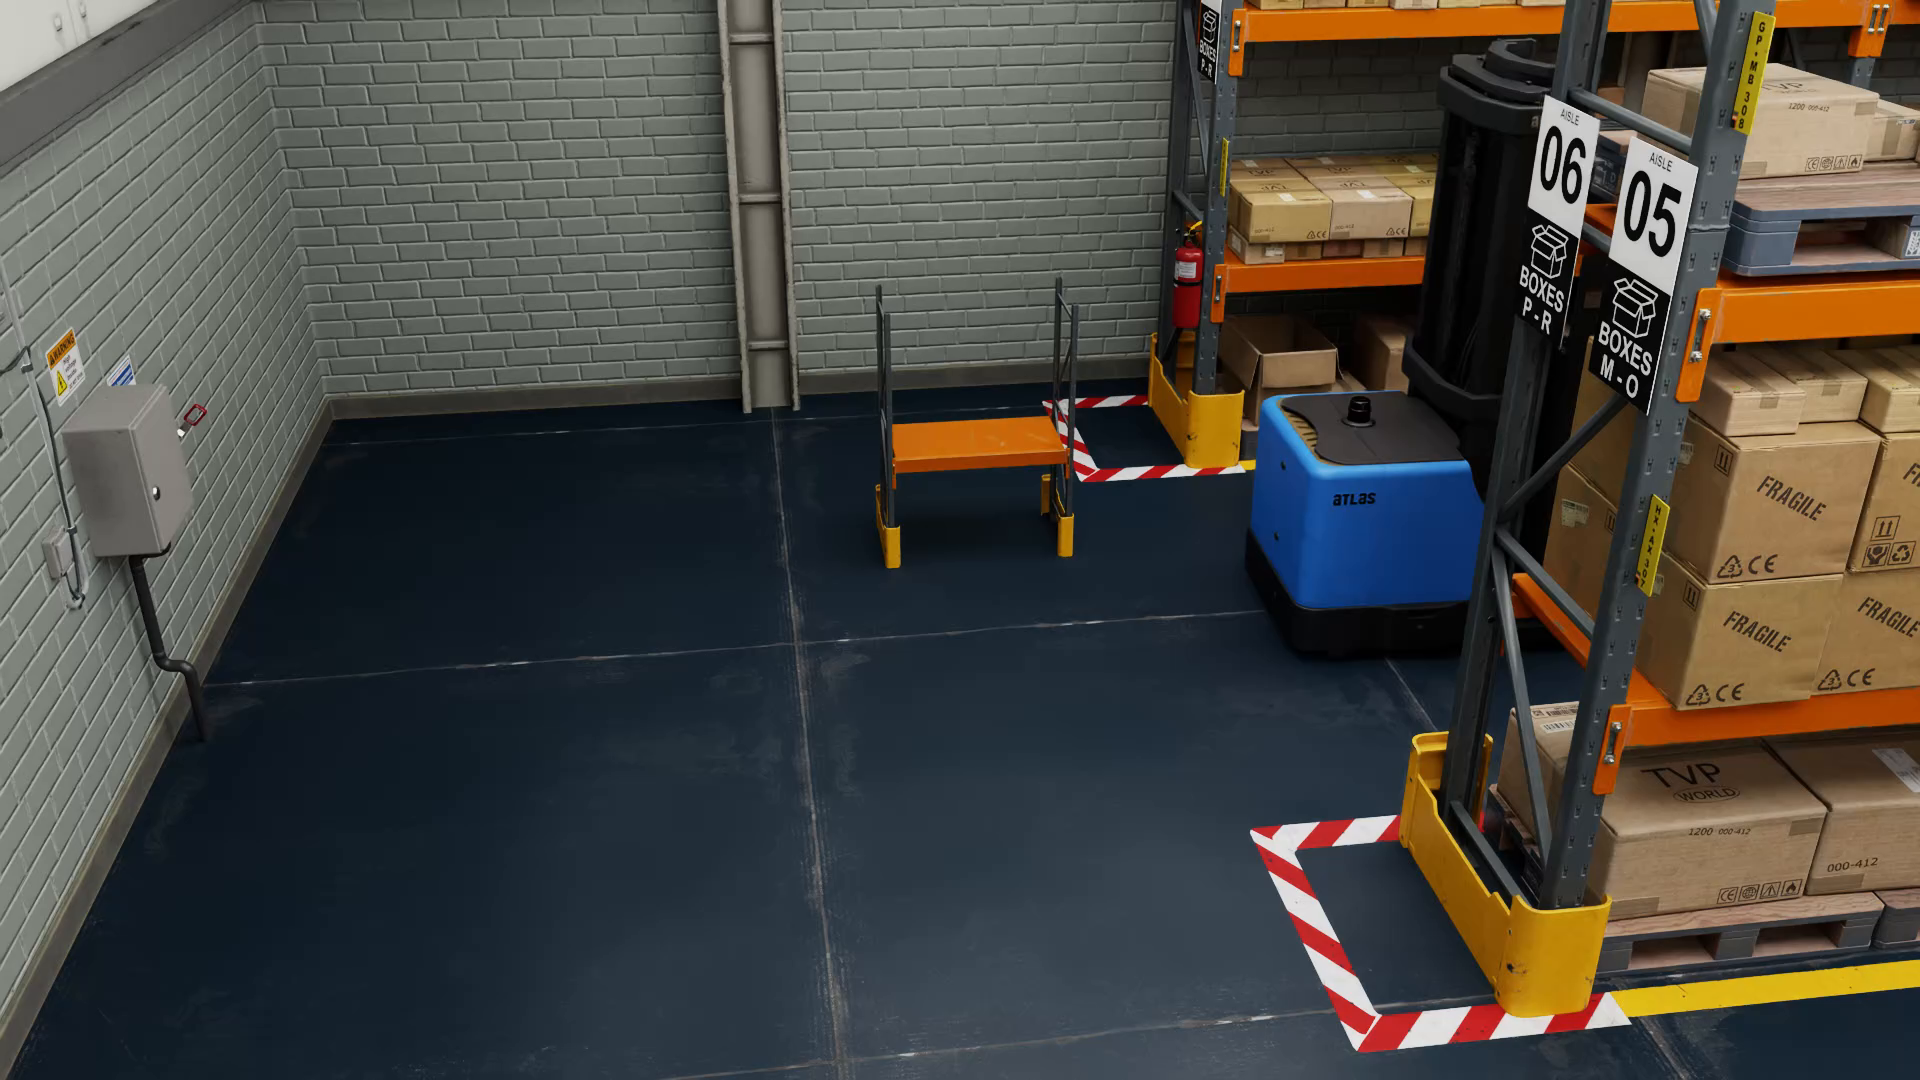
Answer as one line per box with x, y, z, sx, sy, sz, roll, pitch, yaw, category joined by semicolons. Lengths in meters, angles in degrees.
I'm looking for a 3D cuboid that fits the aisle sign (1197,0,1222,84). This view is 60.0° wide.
1.449;-3.075;9.609;0.004;0.787;0.394;-4;27;-7;aisle sign

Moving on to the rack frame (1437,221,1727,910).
2.171;0.189;6.097;0.127;3.000;1.000;-4;27;-7;rack frame

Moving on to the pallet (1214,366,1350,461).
2.341;-0.870;11.215;1.213;0.211;1.003;-4;27;-7;pallet

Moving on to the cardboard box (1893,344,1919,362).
3.342;-0.525;5.573;0.250;0.149;0.380;-5;28;-9;cardboard box

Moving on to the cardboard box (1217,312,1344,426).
2.095;-1.127;10.936;0.637;0.503;0.797;-5;28;-9;cardboard box

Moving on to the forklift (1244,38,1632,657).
3.147;-0.983;8.455;3.031;2.935;1.130;-3;27;-6;forklift

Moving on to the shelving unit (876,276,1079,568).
0.075;-0.672;9.417;1.083;1.500;0.587;-4;27;-7;shelving unit

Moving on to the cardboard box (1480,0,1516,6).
3.092;-3.263;9.813;0.250;0.149;0.380;-4;27;-8;cardboard box

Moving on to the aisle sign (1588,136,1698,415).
2.140;-0.832;5.239;0.004;0.787;0.394;-4;27;-7;aisle sign

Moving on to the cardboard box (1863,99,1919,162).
3.008;-1.398;5.608;0.250;0.149;0.380;-6;28;-11;cardboard box

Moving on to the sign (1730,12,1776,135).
2.243;-1.319;4.705;0.005;0.325;0.100;-4;27;-7;sign

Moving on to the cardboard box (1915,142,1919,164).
3.281;-1.231;5.283;0.250;0.149;0.380;-3;27;-5;cardboard box

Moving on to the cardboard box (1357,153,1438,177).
2.896;-2.332;10.847;0.500;0.250;0.500;-3;27;-5;cardboard box

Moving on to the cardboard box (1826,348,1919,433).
3.084;-0.500;5.524;0.250;0.149;0.380;-3;27;-6;cardboard box

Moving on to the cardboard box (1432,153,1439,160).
3.414;-2.365;10.911;0.500;0.250;0.500;-4;27;-7;cardboard box

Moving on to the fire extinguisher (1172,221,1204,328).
1.395;-1.636;10.147;0.183;0.674;0.296;-4;27;-7;fire extinguisher

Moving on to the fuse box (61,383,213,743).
-3.557;0.172;7.540;0.414;1.711;0.539;-4;27;-7;fuse box

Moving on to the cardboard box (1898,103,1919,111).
6.460;-2.503;10.774;0.500;0.500;0.700;-3;27;-7;cardboard box

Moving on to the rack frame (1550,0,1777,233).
2.171;-2.481;4.727;0.127;3.000;1.000;-4;27;-7;rack frame

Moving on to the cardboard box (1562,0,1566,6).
3.602;-3.265;9.816;0.250;0.149;0.380;-3;27;-6;cardboard box

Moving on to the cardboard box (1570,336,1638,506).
2.615;-0.439;6.115;0.500;0.500;0.500;-3;27;-5;cardboard box

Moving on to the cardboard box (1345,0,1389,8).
2.336;-3.230;9.749;0.250;0.149;0.380;-4;27;-7;cardboard box

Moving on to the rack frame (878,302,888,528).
-0.419;-0.641;9.357;0.013;1.308;0.475;-4;27;-7;rack frame

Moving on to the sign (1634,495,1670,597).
2.243;0.019;5.391;0.005;0.325;0.100;-4;27;-7;sign

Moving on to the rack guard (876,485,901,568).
-0.418;-0.084;9.641;0.087;0.250;0.587;-4;27;-7;rack guard

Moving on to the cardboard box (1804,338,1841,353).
2.991;-0.784;6.077;0.250;0.149;0.380;-4;27;-8;cardboard box

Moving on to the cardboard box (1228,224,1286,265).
1.840;-1.840;10.326;0.250;0.149;0.380;-4;27;-8;cardboard box

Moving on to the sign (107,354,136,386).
-3.831;-0.569;7.677;0.001;0.494;0.329;-4;27;-7;sign

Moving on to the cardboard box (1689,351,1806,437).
2.561;-0.487;5.498;0.250;0.149;0.380;-3;27;-6;cardboard box

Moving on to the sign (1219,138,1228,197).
1.552;-2.195;9.794;0.005;0.325;0.100;-4;27;-7;sign

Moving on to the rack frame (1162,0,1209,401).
1.476;-2.054;10.466;0.053;2.616;0.949;-4;27;-7;rack frame

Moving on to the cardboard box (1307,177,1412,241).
2.462;-2.060;10.317;0.500;0.250;0.500;-3;27;-7;cardboard box

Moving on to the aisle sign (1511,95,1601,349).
2.057;-1.104;5.767;0.004;0.787;0.394;-4;27;-7;aisle sign

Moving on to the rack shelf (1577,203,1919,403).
4.152;-0.953;5.824;4.000;0.370;1.077;-4;27;-7;rack shelf

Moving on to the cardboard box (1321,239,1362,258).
2.341;-1.910;10.461;0.250;0.149;0.380;-4;27;-8;cardboard box

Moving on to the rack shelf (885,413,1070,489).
0.084;-0.513;9.500;1.000;0.185;0.538;-4;27;-7;rack shelf

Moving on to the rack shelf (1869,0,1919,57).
7.418;-3.451;10.693;4.000;0.370;1.077;-4;27;-7;rack shelf

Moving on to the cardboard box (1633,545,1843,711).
2.687;0.243;5.880;0.500;0.500;0.500;-4;27;-8;cardboard box

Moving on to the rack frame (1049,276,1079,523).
0.588;-0.705;9.481;0.032;1.500;0.500;-4;27;-7;rack frame

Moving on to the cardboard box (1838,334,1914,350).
3.246;-0.782;6.072;0.250;0.149;0.380;-3;27;-6;cardboard box

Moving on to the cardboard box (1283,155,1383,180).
2.405;-2.302;10.789;0.500;0.250;0.500;-4;27;-7;cardboard box

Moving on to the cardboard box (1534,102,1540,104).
3.448;-2.457;10.270;0.500;0.500;0.500;-3;27;-6;cardboard box

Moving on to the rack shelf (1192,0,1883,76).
3.457;-3.197;10.197;4.000;0.370;1.077;-4;27;-7;rack shelf

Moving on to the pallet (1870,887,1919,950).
4.158;1.267;7.050;1.213;0.211;1.003;-4;27;-7;pallet

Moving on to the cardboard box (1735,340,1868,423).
2.811;-0.536;5.593;0.250;0.149;0.380;-3;27;-6;cardboard box

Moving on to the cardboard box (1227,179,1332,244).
1.963;-2.028;10.255;0.500;0.250;0.500;-4;27;-7;cardboard box

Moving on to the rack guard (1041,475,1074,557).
0.569;-0.148;9.764;0.087;0.250;0.587;-4;27;-7;rack guard

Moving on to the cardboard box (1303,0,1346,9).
2.080;-3.222;9.732;0.250;0.149;0.380;-3;27;-6;cardboard box

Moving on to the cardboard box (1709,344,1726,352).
2.499;-0.703;5.918;0.250;0.149;0.380;-3;27;-6;cardboard box

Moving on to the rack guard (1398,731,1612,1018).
2.147;1.302;6.664;0.348;0.500;1.175;-4;27;-7;rack guard

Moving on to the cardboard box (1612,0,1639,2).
3.851;-3.312;9.909;0.250;0.149;0.380;-3;27;-7;cardboard box
